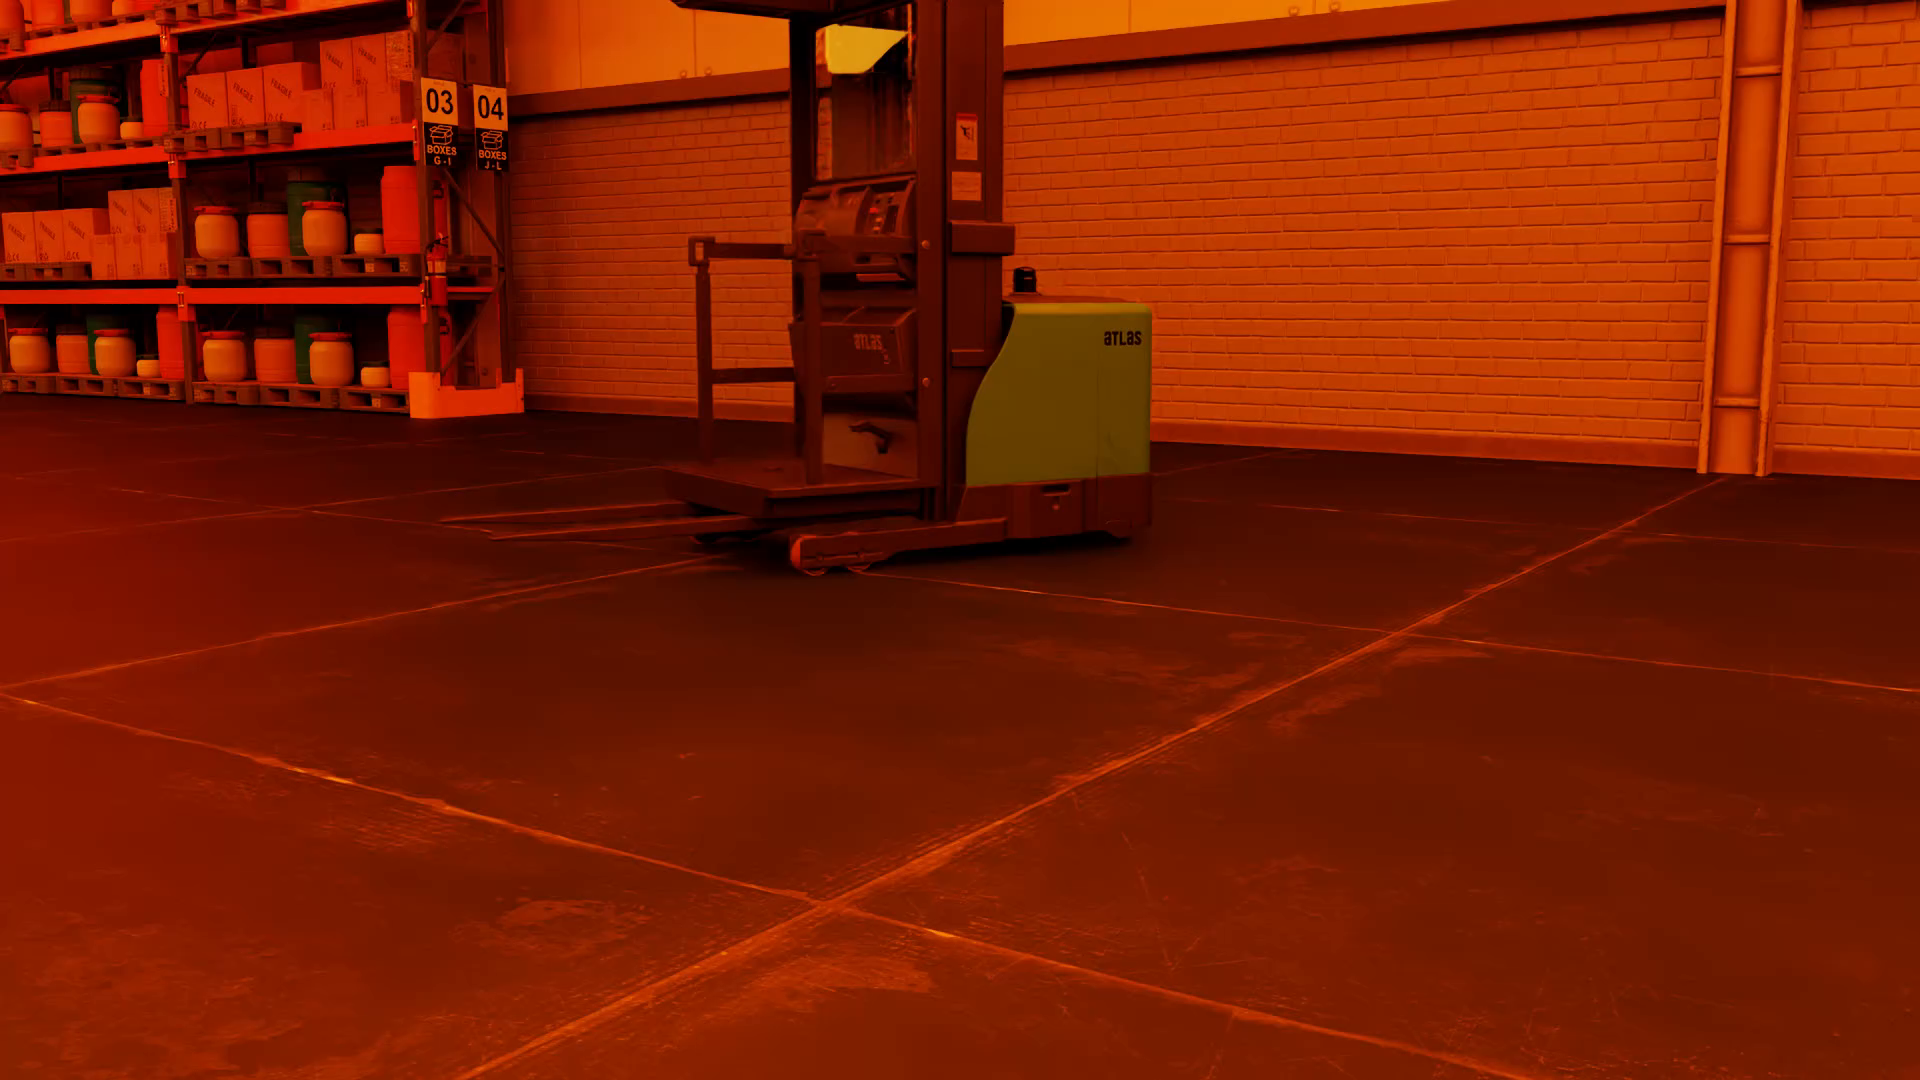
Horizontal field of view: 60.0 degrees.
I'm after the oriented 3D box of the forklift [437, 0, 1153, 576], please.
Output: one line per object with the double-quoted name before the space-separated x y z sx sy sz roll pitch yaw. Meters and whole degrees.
"forklift" -0.632 -1.392 6.979 3.031 2.935 1.130 -5 10 -33
